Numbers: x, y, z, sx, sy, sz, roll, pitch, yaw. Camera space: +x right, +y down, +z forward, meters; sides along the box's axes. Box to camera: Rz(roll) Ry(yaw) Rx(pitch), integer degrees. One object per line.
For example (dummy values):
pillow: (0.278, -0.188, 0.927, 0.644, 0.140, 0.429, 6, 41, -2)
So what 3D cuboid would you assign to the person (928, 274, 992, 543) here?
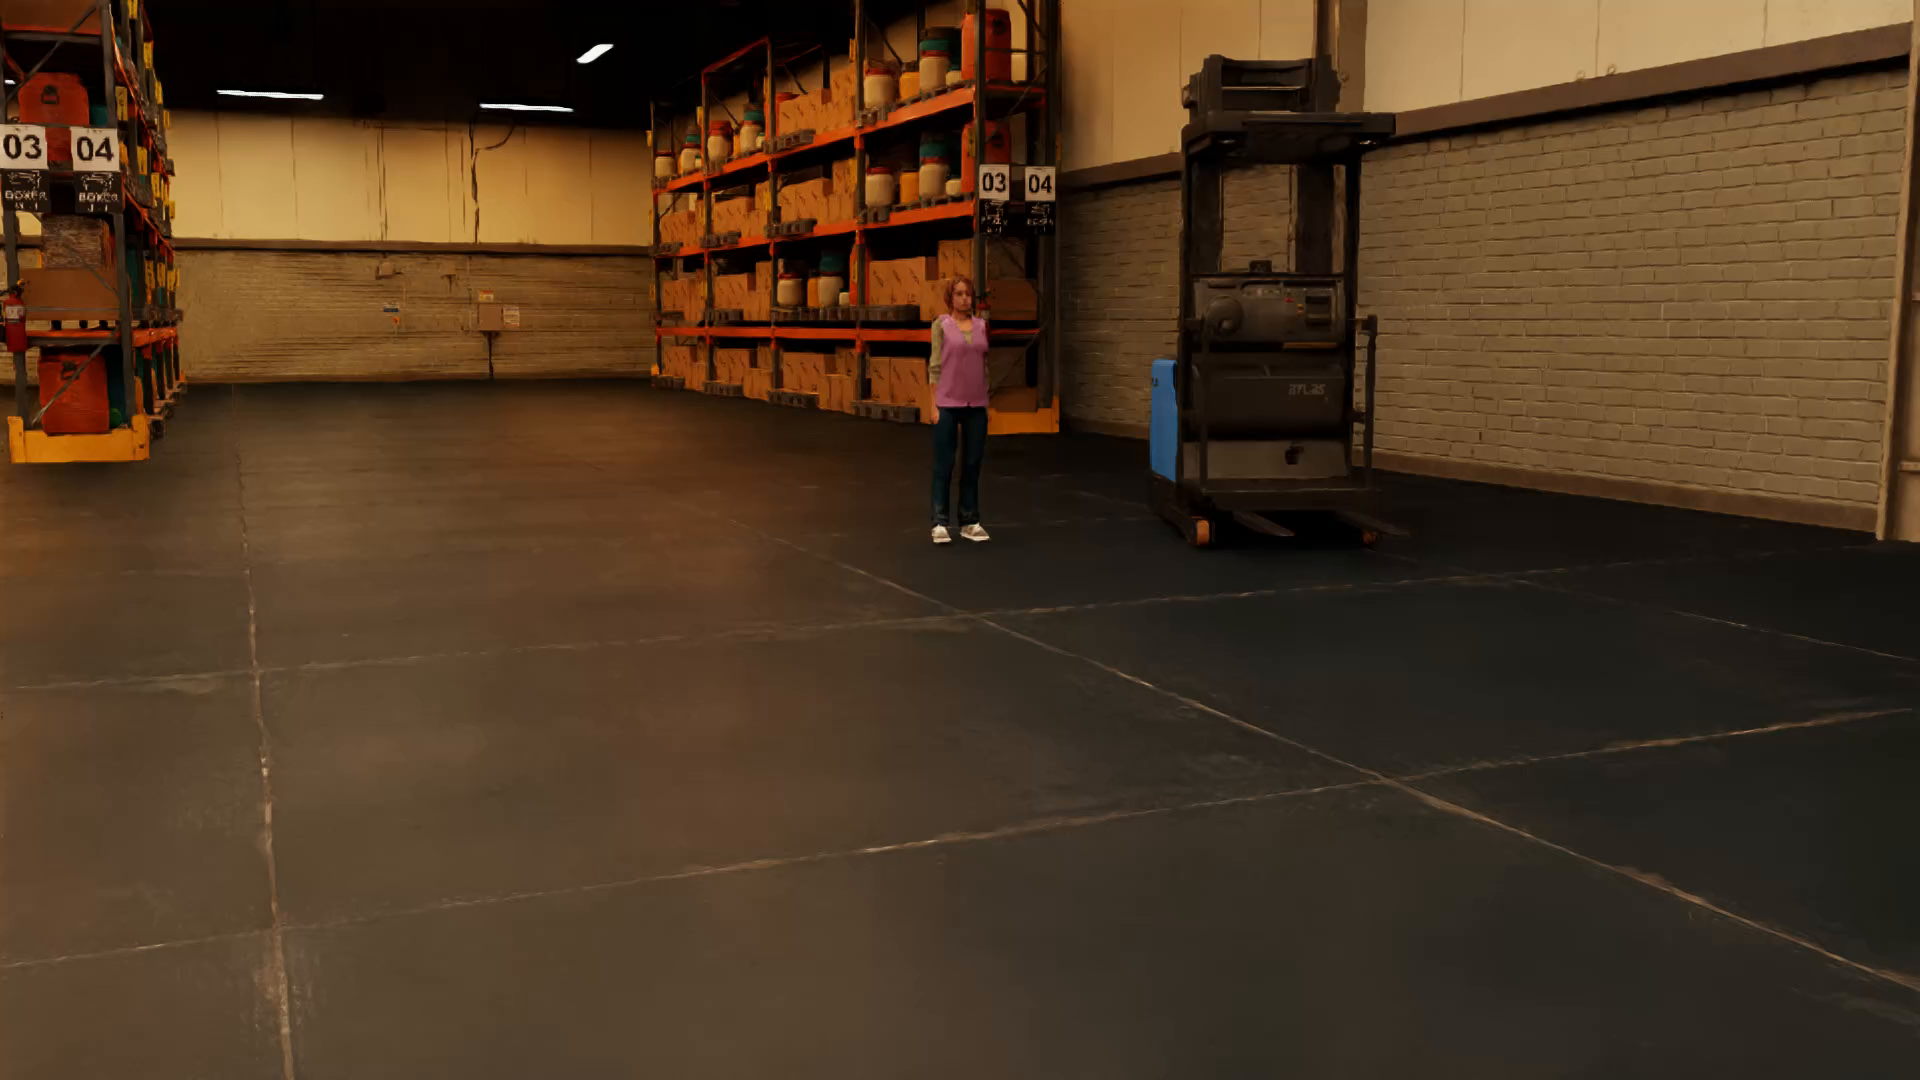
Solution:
person: (0.004, -0.793, 10.041, 0.405, 1.604, 0.311, -3, 8, -23)

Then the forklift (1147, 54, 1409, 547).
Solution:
forklift: (1.909, -1.455, 9.973, 1.130, 2.935, 3.031, 0, 8, -4)
